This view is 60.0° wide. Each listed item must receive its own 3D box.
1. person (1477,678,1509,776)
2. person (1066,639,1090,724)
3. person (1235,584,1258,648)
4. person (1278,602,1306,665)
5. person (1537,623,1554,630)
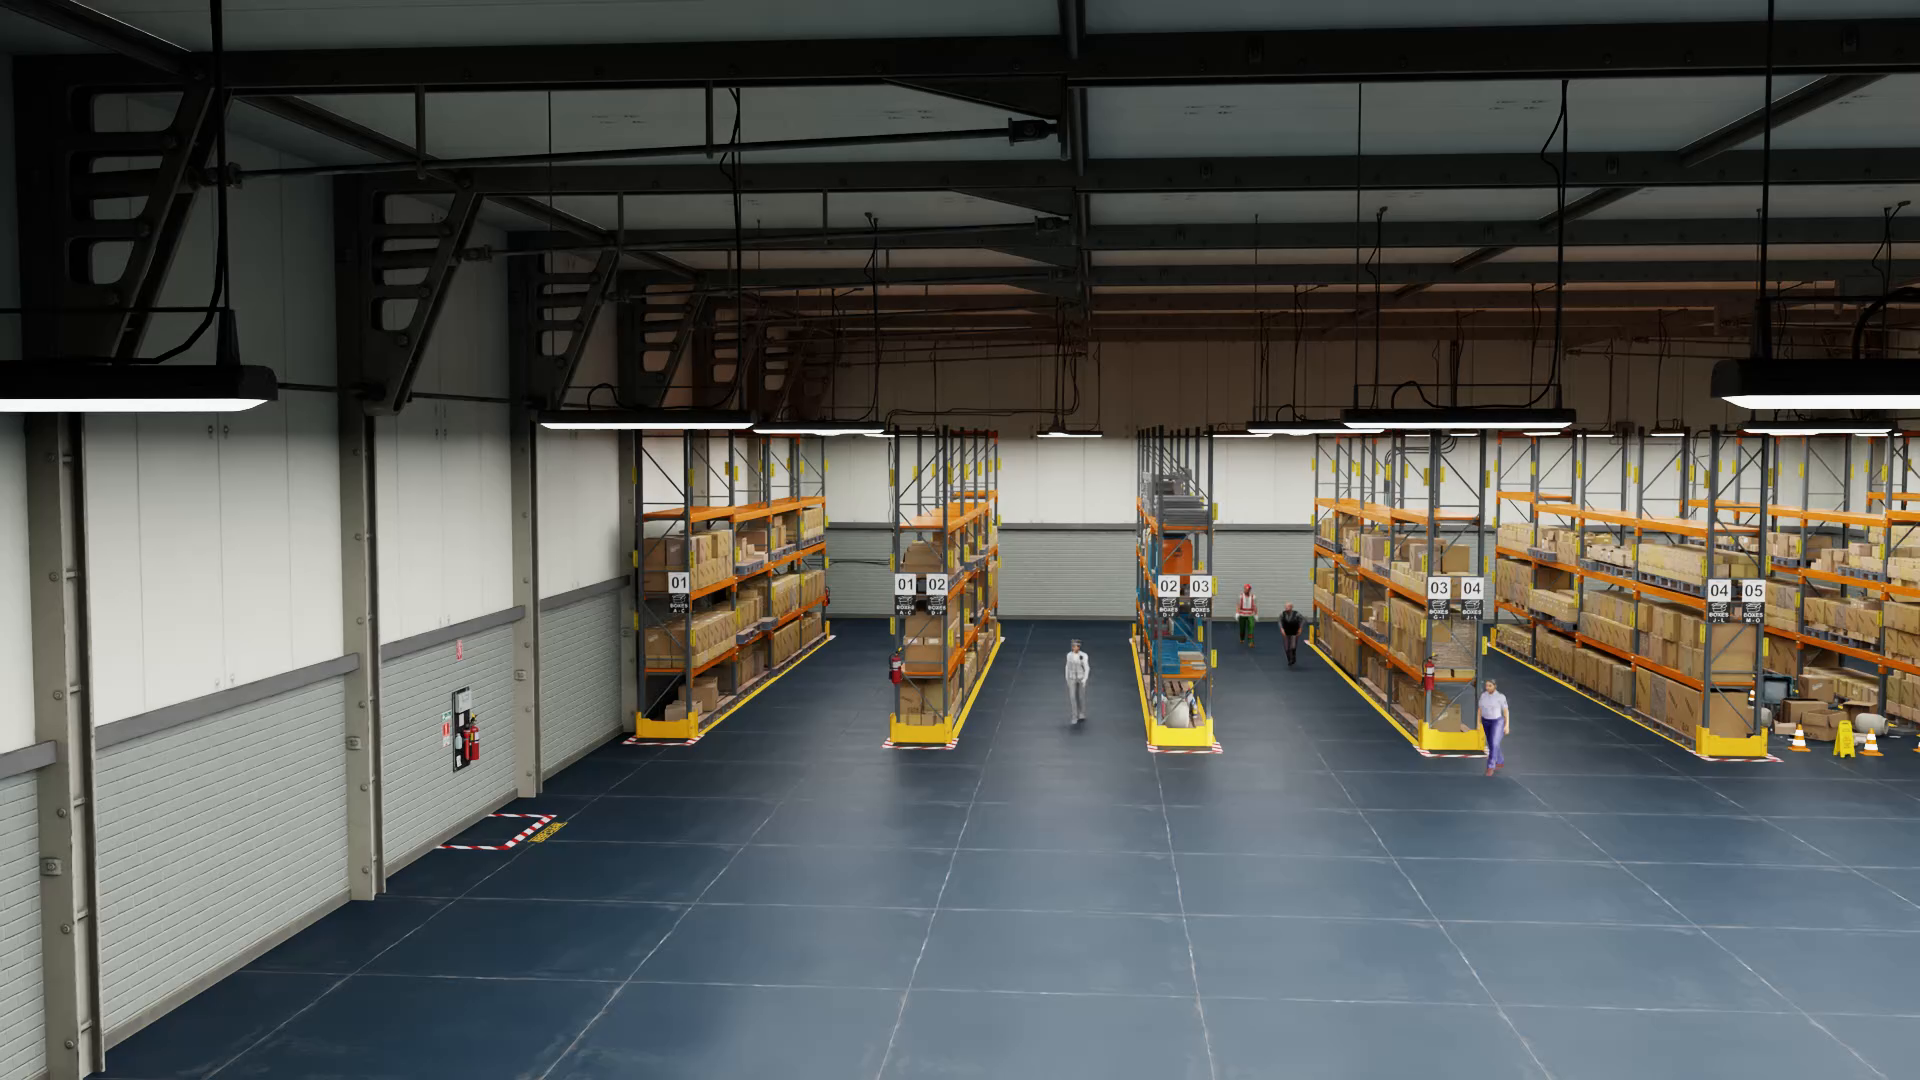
[{"bbox_3d":[9.134,3.179,28.553,0.878,1.606,0.537,-2,4,-35],"label":"person"},{"bbox_3d":[2.378,2.872,33.838,0.498,1.708,0.716,1,3,11],"label":"person"},{"bbox_3d":[7.933,2.083,45.955,0.668,1.731,1.098,0,3,1],"label":"person"},{"bbox_3d":[8.402,2.378,42.094,0.710,1.632,0.706,1,4,18],"label":"person"},{"bbox_3d":[16.558,2.074,47.028,1.006,1.589,0.499,2,4,27],"label":"person"}]
